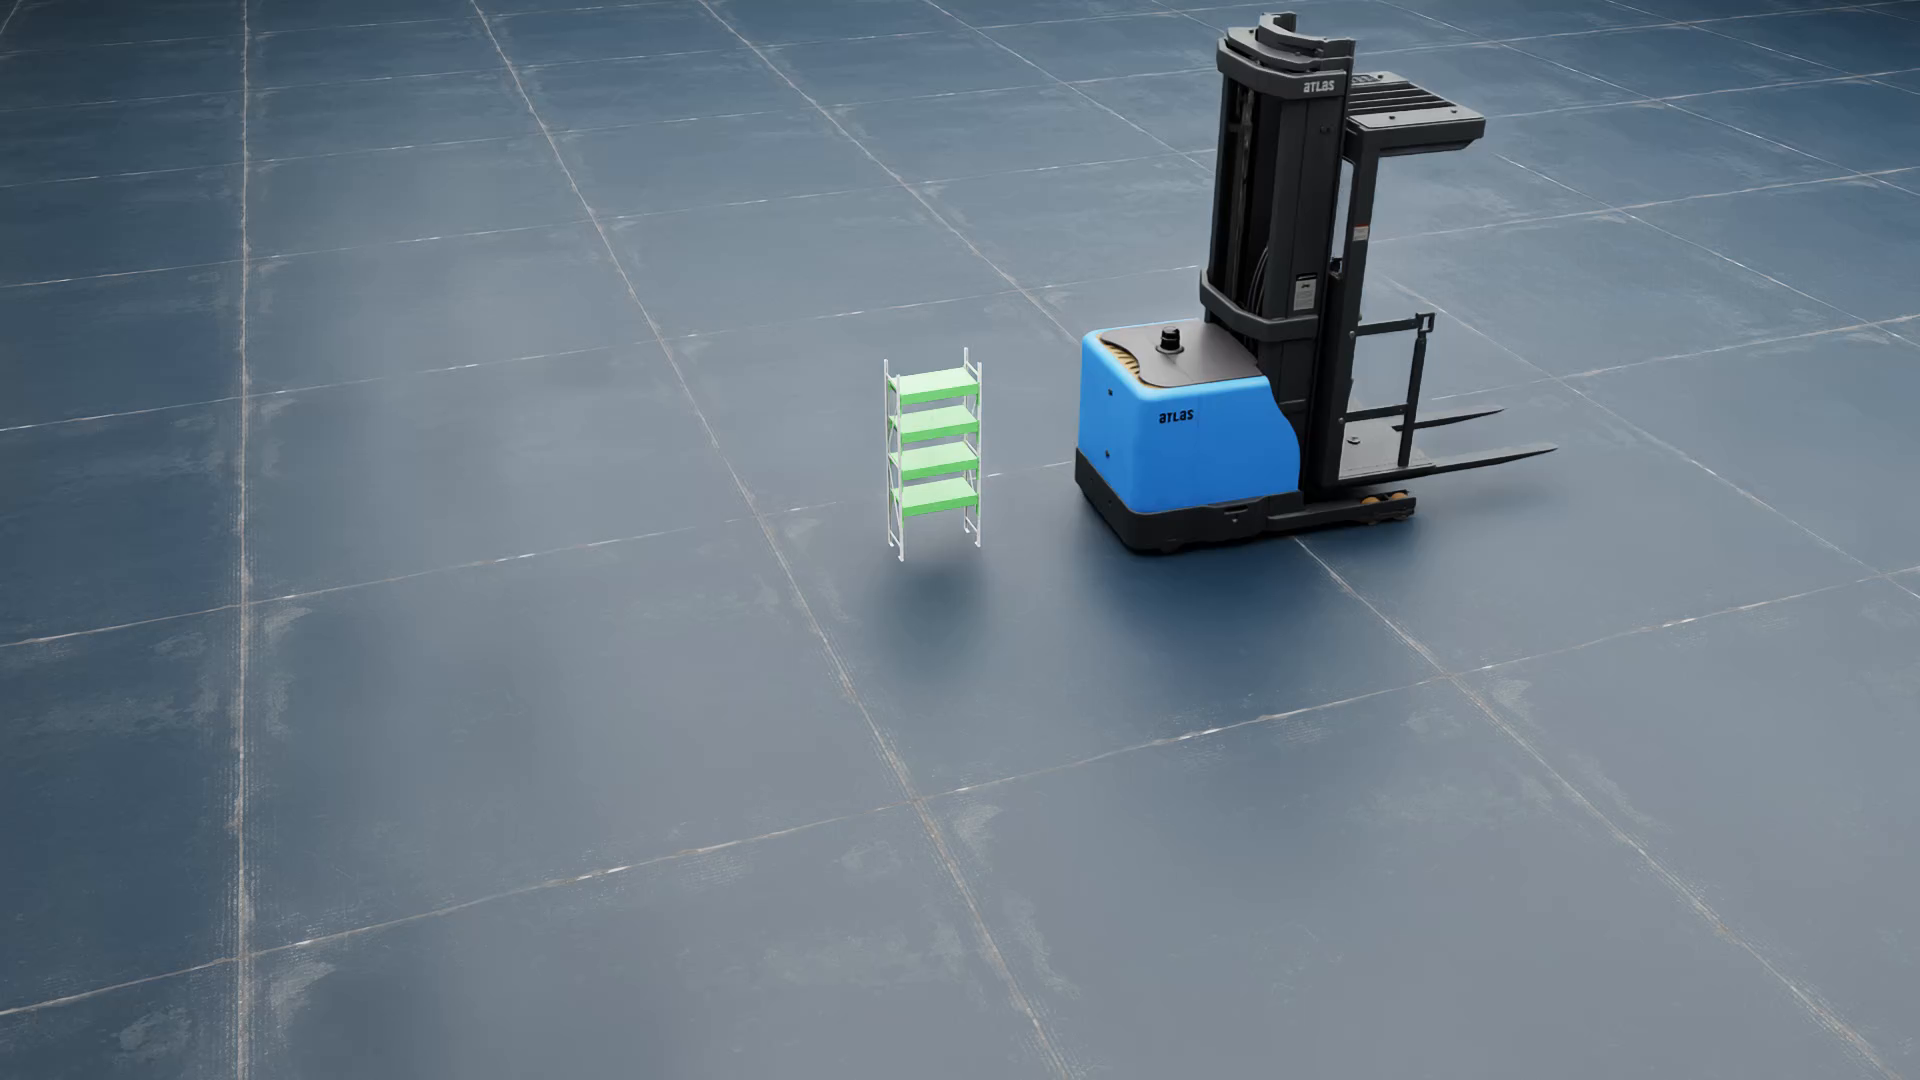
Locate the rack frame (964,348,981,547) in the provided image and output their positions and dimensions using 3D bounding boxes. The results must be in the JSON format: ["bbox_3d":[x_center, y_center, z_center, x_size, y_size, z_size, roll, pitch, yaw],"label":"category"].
[{"bbox_3d":[0.074,-0.535,9.827,0.015,1.200,0.240,-10,31,-18],"label":"rack frame"}]

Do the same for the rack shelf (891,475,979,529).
[{"bbox_3d":[-0.155,-0.229,9.904,0.480,0.148,0.258,-10,31,-18],"label":"rack shelf"}]

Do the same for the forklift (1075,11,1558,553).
[{"bbox_3d":[2.308,-1.609,9.964,3.031,2.935,1.130,-9,31,-15],"label":"forklift"}]

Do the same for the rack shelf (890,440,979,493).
[{"bbox_3d":[-0.155,-0.437,9.785,0.480,0.148,0.258,-10,31,-18],"label":"rack shelf"}]

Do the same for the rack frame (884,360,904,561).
[{"bbox_3d":[-0.384,-0.451,9.679,0.015,1.200,0.240,-10,31,-18],"label":"rack frame"}]

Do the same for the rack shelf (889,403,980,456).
[{"bbox_3d":[-0.155,-0.646,9.666,0.480,0.148,0.258,-10,31,-18],"label":"rack shelf"}]

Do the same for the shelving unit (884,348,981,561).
[{"bbox_3d":[-0.155,-0.493,9.753,0.503,1.200,0.258,-10,31,-18],"label":"shelving unit"}]

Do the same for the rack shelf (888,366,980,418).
[{"bbox_3d":[-0.155,-0.854,9.547,0.480,0.148,0.258,-10,31,-18],"label":"rack shelf"}]
